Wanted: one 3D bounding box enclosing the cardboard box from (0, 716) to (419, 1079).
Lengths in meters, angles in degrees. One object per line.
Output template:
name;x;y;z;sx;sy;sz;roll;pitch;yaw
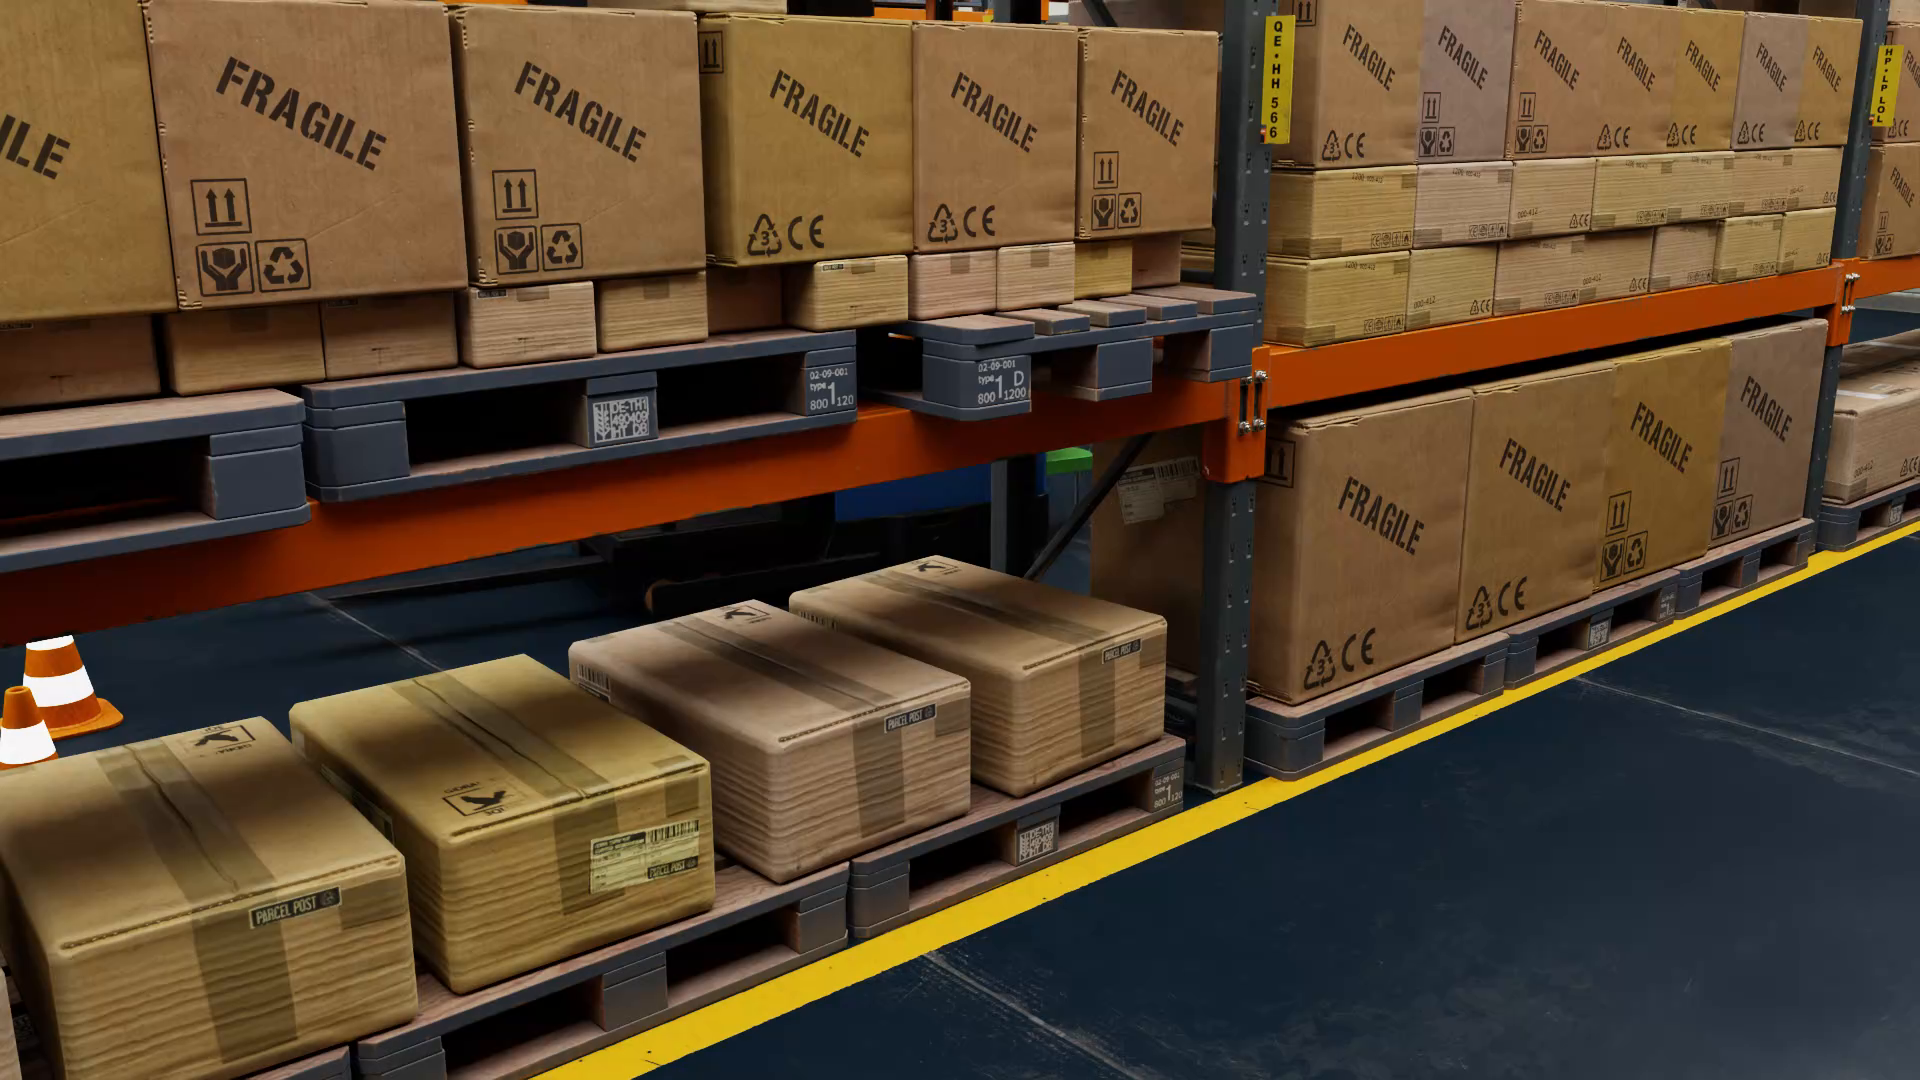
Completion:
cardboard box;-1.611;0.736;3.459;0.625;0.372;0.950;-11;19;-36

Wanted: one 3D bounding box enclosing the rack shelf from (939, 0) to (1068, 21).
rack shelf;1.673;-3.861;11.972;4.000;0.370;1.077;-13;19;-39

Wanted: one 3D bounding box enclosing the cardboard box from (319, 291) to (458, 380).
cardboard box;-1.154;-0.413;3.155;0.250;0.149;0.380;-12;19;-39

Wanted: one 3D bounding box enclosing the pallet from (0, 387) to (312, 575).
pallet;-1.873;-0.127;2.784;1.213;0.211;1.003;-13;19;-39

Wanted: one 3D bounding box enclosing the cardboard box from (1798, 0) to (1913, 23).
cardboard box;3.898;-2.321;7.240;0.250;0.149;0.380;-13;20;-40

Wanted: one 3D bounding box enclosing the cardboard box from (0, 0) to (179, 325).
cardboard box;-1.626;-0.622;2.682;0.500;0.500;0.500;-13;19;-39

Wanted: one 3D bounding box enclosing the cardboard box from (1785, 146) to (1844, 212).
cardboard box;3.317;-1.521;6.953;0.500;0.250;0.500;-13;20;-39

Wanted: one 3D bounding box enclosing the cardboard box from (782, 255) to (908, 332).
cardboard box;-0.330;-0.575;3.763;0.250;0.149;0.380;-12;19;-38

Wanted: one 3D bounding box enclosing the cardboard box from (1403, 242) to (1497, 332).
cardboard box;1.382;-0.848;5.403;0.500;0.250;0.500;-13;20;-41

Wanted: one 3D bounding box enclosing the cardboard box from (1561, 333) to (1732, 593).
cardboard box;2.398;-0.375;6.645;0.875;0.875;0.875;-12;19;-38

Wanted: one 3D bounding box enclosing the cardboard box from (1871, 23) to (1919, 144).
cardboard box;4.008;-2.039;7.438;0.500;0.500;0.500;-12;19;-39

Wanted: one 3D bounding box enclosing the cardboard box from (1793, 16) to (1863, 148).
cardboard box;3.317;-1.880;6.846;0.500;0.500;0.500;-12;19;-38

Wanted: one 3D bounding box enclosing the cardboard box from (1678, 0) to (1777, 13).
cardboard box;3.513;-2.433;7.656;0.250;0.149;0.380;-13;20;-40

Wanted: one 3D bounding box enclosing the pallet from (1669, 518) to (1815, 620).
pallet;2.957;0.019;7.270;1.213;0.211;1.003;-13;19;-39

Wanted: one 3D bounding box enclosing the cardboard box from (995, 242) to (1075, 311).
cardboard box;0.064;-0.665;4.101;0.250;0.149;0.380;-13;20;-40

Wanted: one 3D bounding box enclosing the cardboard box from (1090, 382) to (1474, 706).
cardboard box;1.048;-0.073;5.515;0.875;0.875;0.875;-13;20;-40

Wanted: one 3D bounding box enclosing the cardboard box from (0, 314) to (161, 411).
cardboard box;-1.563;-0.336;2.867;0.250;0.149;0.380;-11;19;-36

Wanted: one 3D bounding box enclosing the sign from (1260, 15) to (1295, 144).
sign;0.835;-1.213;4.389;0.005;0.325;0.100;-13;19;-39

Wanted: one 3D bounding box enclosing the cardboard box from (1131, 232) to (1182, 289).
cardboard box;0.379;-0.776;4.517;0.250;0.149;0.380;-12;19;-37

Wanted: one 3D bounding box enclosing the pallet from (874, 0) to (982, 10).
pallet;-0.551;-5.359;16.360;1.213;0.211;1.003;-13;19;-39

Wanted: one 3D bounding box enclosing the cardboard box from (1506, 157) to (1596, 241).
cardboard box;1.791;-1.172;5.648;0.500;0.250;0.500;-13;20;-40

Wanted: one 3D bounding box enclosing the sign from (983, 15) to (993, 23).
sign;0.105;-1.463;5.171;0.005;0.325;0.100;-13;19;-39

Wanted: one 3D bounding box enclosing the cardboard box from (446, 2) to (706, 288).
cardboard box;-0.864;-0.792;3.319;0.500;0.500;0.500;-14;20;-42

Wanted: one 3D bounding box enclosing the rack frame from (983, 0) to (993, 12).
rack frame;0.002;-4.081;17.214;0.127;3.000;1.000;-13;19;-39

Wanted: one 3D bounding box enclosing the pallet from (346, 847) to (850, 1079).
pallet;-1.038;0.889;4.013;1.213;0.211;1.003;-13;19;-39

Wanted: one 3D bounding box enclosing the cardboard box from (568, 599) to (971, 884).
cardboard box;-0.512;0.491;4.378;0.625;0.372;0.950;-13;20;-40

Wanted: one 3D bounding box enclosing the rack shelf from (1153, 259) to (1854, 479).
rack shelf;1.981;-0.787;6.279;4.000;0.370;1.077;-13;19;-39

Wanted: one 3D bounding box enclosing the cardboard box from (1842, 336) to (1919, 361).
cardboard box;5.390;-0.828;9.190;0.875;0.438;0.875;-12;19;-38

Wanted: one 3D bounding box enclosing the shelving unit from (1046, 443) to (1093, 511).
shelving unit;0.409;-0.633;7.793;0.503;1.200;0.258;-8;17;-28

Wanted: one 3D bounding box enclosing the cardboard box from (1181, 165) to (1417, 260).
cardboard box;1.017;-1.003;5.014;0.500;0.250;0.500;-13;20;-40

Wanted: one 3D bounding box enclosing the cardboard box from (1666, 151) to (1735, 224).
cardboard box;2.558;-1.346;6.297;0.500;0.250;0.500;-12;19;-38

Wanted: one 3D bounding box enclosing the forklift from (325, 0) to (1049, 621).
forklift;-1.148;-1.250;6.749;3.031;2.935;1.130;-8;17;-28

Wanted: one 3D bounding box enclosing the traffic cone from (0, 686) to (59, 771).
traffic cone;-2.529;0.625;4.515;0.334;0.463;0.336;-13;19;-39

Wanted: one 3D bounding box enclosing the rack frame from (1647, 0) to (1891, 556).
rack frame;3.490;-1.474;7.455;0.127;3.000;1.000;-13;19;-39

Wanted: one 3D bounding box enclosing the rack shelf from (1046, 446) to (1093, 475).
rack shelf;0.409;-0.339;7.871;0.480;0.148;0.258;-8;17;-28

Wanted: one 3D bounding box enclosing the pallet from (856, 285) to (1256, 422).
pallet;0.004;-0.562;4.413;1.003;0.211;1.213;-13;19;-39

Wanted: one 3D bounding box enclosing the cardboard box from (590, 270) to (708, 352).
cardboard box;-0.738;-0.498;3.476;0.250;0.149;0.380;-13;20;-41

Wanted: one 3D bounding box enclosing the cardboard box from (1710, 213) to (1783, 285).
cardboard box;2.932;-1.190;6.684;0.500;0.250;0.500;-13;20;-40

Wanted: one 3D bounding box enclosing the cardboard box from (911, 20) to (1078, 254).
cardboard box;-0.071;-0.970;3.986;0.500;0.500;0.500;-13;20;-40

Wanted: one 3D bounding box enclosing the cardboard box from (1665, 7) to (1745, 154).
cardboard box;2.537;-1.709;6.206;0.500;0.500;0.500;-12;19;-38

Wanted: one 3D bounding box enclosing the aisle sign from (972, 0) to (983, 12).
aisle sign;0.253;-5.290;16.706;0.004;0.787;0.394;-13;19;-39

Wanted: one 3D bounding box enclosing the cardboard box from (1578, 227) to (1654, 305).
cardboard box;2.152;-1.020;6.047;0.500;0.250;0.500;-13;19;-39

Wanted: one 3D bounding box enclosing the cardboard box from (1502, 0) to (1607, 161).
cardboard box;1.773;-1.534;5.549;0.500;0.500;0.500;-12;19;-38

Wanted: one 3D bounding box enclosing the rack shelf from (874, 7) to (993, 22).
rack shelf;-1.507;-4.843;15.651;4.000;0.370;1.077;-13;19;-39

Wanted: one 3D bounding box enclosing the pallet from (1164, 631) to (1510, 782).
pallet;1.116;0.432;5.723;1.213;0.211;1.003;-13;19;-39

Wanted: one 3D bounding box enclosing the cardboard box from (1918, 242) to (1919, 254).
cardboard box;4.398;-1.635;7.865;0.500;0.500;0.500;-12;19;-39

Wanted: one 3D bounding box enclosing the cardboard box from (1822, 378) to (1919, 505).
cardboard box;4.034;-0.524;8.051;0.875;0.438;0.875;-13;20;-40

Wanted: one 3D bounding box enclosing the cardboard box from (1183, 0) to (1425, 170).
cardboard box;1.005;-1.363;4.910;0.500;0.500;0.500;-14;20;-41
